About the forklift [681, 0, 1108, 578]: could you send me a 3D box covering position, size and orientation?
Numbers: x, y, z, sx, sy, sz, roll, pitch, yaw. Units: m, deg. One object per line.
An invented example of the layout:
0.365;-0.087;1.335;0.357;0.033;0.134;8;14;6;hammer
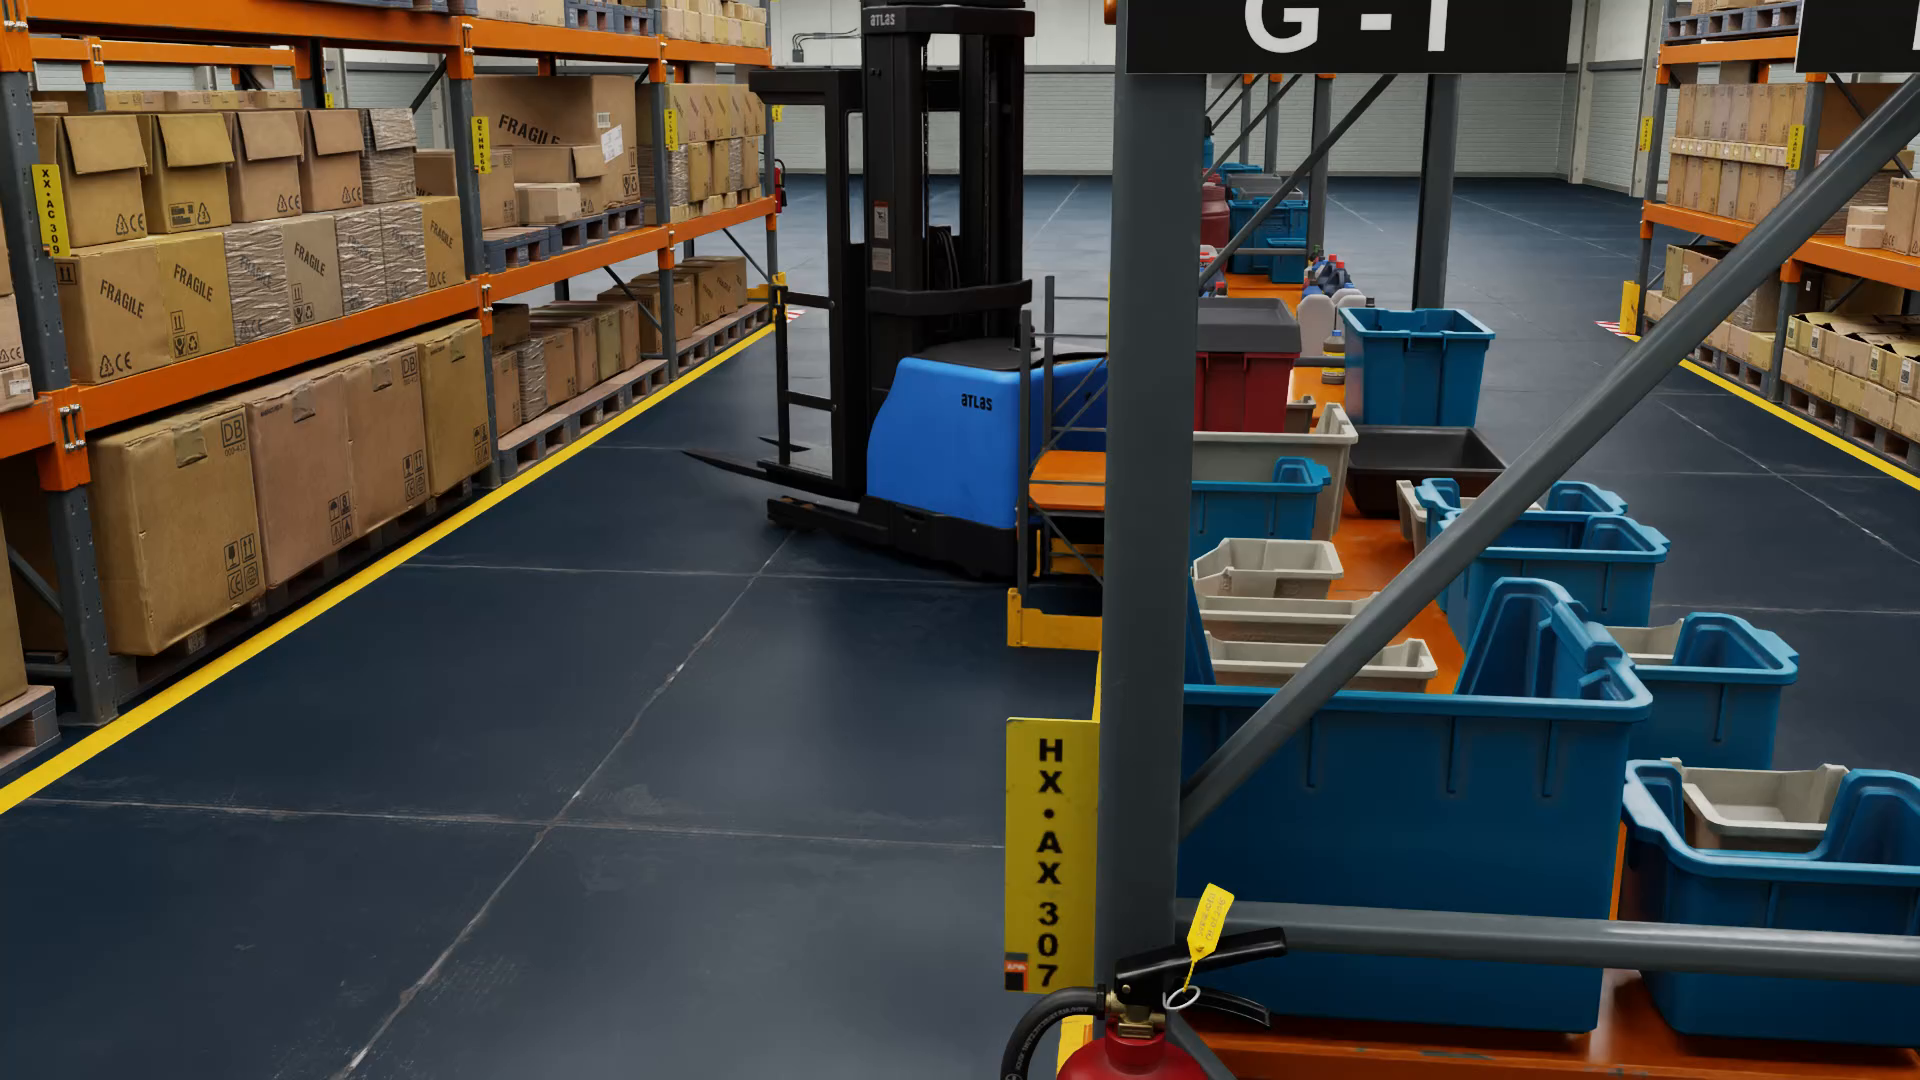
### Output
-0.446;-1.534;9.221;1.130;2.935;3.031;-14;21;-42;forklift

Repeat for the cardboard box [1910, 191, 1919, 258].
6.705;-2.109;11.024;0.500;0.500;0.500;2;15;6;cardboard box

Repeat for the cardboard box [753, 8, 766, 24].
-2.189;-5.343;16.952;0.380;0.149;0.250;2;15;6;cardboard box

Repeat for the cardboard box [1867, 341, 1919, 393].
6.457;-1.174;11.144;0.500;0.311;0.500;2;15;8;cardboard box

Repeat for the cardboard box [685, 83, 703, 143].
-2.561;-3.732;14.541;0.500;0.500;0.500;2;15;6;cardboard box

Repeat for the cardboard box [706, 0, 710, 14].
-2.467;-4.801;14.949;0.380;0.149;0.250;1;15;5;cardboard box

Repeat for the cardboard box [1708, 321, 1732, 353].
6.867;-1.788;14.490;0.500;0.250;0.500;2;15;6;cardboard box

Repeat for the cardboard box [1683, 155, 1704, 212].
7.255;-3.355;15.630;0.700;0.500;0.500;2;15;8;cardboard box

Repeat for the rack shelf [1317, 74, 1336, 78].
1.325;-2.217;7.248;1.077;0.370;4.000;2;15;6;rack shelf

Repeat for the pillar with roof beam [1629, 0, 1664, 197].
11.508;-12.459;37.998;9.100;9.000;0.400;2;15;6;pillar with roof beam

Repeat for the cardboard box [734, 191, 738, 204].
-2.414;-3.396;16.455;0.380;0.149;0.250;2;15;6;cardboard box

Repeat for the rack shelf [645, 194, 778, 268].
-2.694;-2.990;15.852;1.077;0.370;4.000;2;15;6;rack shelf

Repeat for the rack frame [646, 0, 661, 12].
-2.919;-5.715;13.057;1.000;3.000;0.127;2;15;6;rack frame

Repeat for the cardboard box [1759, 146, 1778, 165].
6.827;-3.164;13.684;0.380;0.149;0.250;2;15;6;cardboard box

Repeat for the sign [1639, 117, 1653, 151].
6.824;-4.037;16.537;0.100;0.325;0.005;2;15;6;sign

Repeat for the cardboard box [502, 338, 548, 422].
-3.265;-1.106;11.450;0.700;0.500;0.500;0;15;2;cardboard box

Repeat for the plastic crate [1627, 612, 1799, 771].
1.077;0.266;2.637;0.416;0.233;0.300;2;15;6;plastic crate

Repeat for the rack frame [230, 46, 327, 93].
-7.385;-4.029;18.314;1.000;3.000;0.127;2;15;6;rack frame

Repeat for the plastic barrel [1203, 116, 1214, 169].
1.657;-2.824;12.897;0.600;0.901;0.708;2;15;6;plastic barrel

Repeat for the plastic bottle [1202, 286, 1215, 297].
1.088;-0.969;7.247;0.097;0.271;0.097;0;15;0;plastic bottle

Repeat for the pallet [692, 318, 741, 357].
-2.743;-1.965;16.025;1.003;0.211;1.213;2;15;6;pallet

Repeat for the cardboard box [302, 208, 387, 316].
-3.298;-1.430;8.514;0.500;0.500;0.500;1;15;4;cardboard box

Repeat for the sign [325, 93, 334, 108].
-6.847;-4.682;18.059;0.100;0.325;0.005;2;15;6;sign

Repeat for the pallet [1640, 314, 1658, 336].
7.330;-2.018;16.220;1.003;0.211;1.213;2;15;6;pallet

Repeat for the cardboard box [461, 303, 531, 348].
-3.275;-1.462;11.330;0.500;0.250;0.500;3;16;13;cardboard box

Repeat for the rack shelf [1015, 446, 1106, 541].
0.580;-0.217;7.712;0.538;0.185;1.000;3;17;8;rack shelf

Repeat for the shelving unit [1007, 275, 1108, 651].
0.579;-0.386;7.651;0.587;1.500;1.083;3;17;8;shelving unit

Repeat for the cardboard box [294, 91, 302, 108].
-7.465;-4.527;17.802;0.875;0.550;0.550;2;15;6;cardboard box

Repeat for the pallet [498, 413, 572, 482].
-3.281;-0.638;11.117;1.003;0.211;1.213;2;15;6;pallet

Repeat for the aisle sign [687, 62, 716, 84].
-2.759;-5.136;17.429;0.394;0.787;0.004;2;15;6;aisle sign

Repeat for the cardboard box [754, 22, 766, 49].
-2.270;-5.099;16.814;0.500;0.250;0.500;2;15;8;cardboard box

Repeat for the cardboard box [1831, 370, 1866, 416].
6.517;-1.037;11.714;0.500;0.250;0.500;1;15;5;cardboard box

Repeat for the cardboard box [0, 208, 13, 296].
-3.608;-1.050;5.579;0.500;0.500;0.500;2;15;8;cardboard box

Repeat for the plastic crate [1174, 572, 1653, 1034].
0.500;0.301;2.119;0.616;0.435;0.499;2;15;6;plastic crate

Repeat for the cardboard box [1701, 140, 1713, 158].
7.002;-3.562;15.153;0.380;0.149;0.250;1;15;4;cardboard box

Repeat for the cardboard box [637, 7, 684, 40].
-2.614;-4.304;13.872;0.500;0.250;0.500;1;15;4;cardboard box

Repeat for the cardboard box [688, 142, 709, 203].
-2.716;-3.254;14.689;0.875;0.500;0.500;2;15;6;cardboard box

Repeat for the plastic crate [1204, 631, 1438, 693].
0.607;0.246;2.895;0.396;0.136;0.243;2;15;6;plastic crate

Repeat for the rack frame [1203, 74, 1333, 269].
1.551;-1.635;9.464;1.000;3.000;0.127;2;15;6;rack frame

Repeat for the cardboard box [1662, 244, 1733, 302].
7.039;-2.539;15.830;0.500;0.500;0.500;2;15;6;cardboard box

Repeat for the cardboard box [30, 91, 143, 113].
-7.760;-3.679;14.667;0.875;0.550;0.550;2;15;6;cardboard box

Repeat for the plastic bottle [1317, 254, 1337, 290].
1.741;-1.158;7.791;0.144;0.351;0.185;2;15;6;plastic bottle

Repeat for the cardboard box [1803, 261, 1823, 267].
7.399;-2.134;14.333;0.500;0.500;0.500;2;15;6;cardboard box

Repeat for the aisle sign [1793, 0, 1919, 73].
0.935;-0.788;1.350;0.394;0.787;0.004;2;15;6;aisle sign

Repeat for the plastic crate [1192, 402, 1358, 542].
0.744;-0.179;4.190;0.437;0.282;0.530;2;15;6;plastic crate

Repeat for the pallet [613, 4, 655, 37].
-3.095;-4.019;12.892;1.213;0.211;1.003;2;15;6;pallet

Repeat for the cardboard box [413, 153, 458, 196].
-3.349;-2.174;10.458;0.500;0.500;0.500;0;15;-1;cardboard box

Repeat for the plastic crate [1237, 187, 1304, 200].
2.037;-2.076;10.972;0.402;0.464;0.583;2;15;6;plastic crate

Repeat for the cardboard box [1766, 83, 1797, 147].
7.023;-3.447;13.486;0.700;0.500;0.500;2;15;6;cardboard box

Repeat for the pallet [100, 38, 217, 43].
-7.593;-4.924;16.048;1.003;0.211;1.213;2;15;6;pallet

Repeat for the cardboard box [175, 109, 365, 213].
-3.545;-1.956;8.535;0.797;0.503;0.637;2;15;8;cardboard box

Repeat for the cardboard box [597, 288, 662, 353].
-2.834;-1.917;14.491;0.500;0.500;0.500;1;15;5;cardboard box

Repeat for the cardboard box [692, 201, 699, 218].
-2.536;-2.940;14.768;0.380;0.149;0.250;2;15;6;cardboard box

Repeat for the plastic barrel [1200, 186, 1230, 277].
1.302;-1.830;9.924;0.600;0.536;0.708;2;15;6;plastic barrel

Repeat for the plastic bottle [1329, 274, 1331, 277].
1.704;-1.084;7.650;0.061;0.283;0.133;2;15;6;plastic bottle

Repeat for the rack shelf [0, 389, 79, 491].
-4.048;0.122;4.342;1.077;0.370;4.000;2;15;6;rack shelf

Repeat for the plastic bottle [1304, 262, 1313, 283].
1.898;-1.393;8.946;0.097;0.201;0.097;0;15;0;plastic bottle
